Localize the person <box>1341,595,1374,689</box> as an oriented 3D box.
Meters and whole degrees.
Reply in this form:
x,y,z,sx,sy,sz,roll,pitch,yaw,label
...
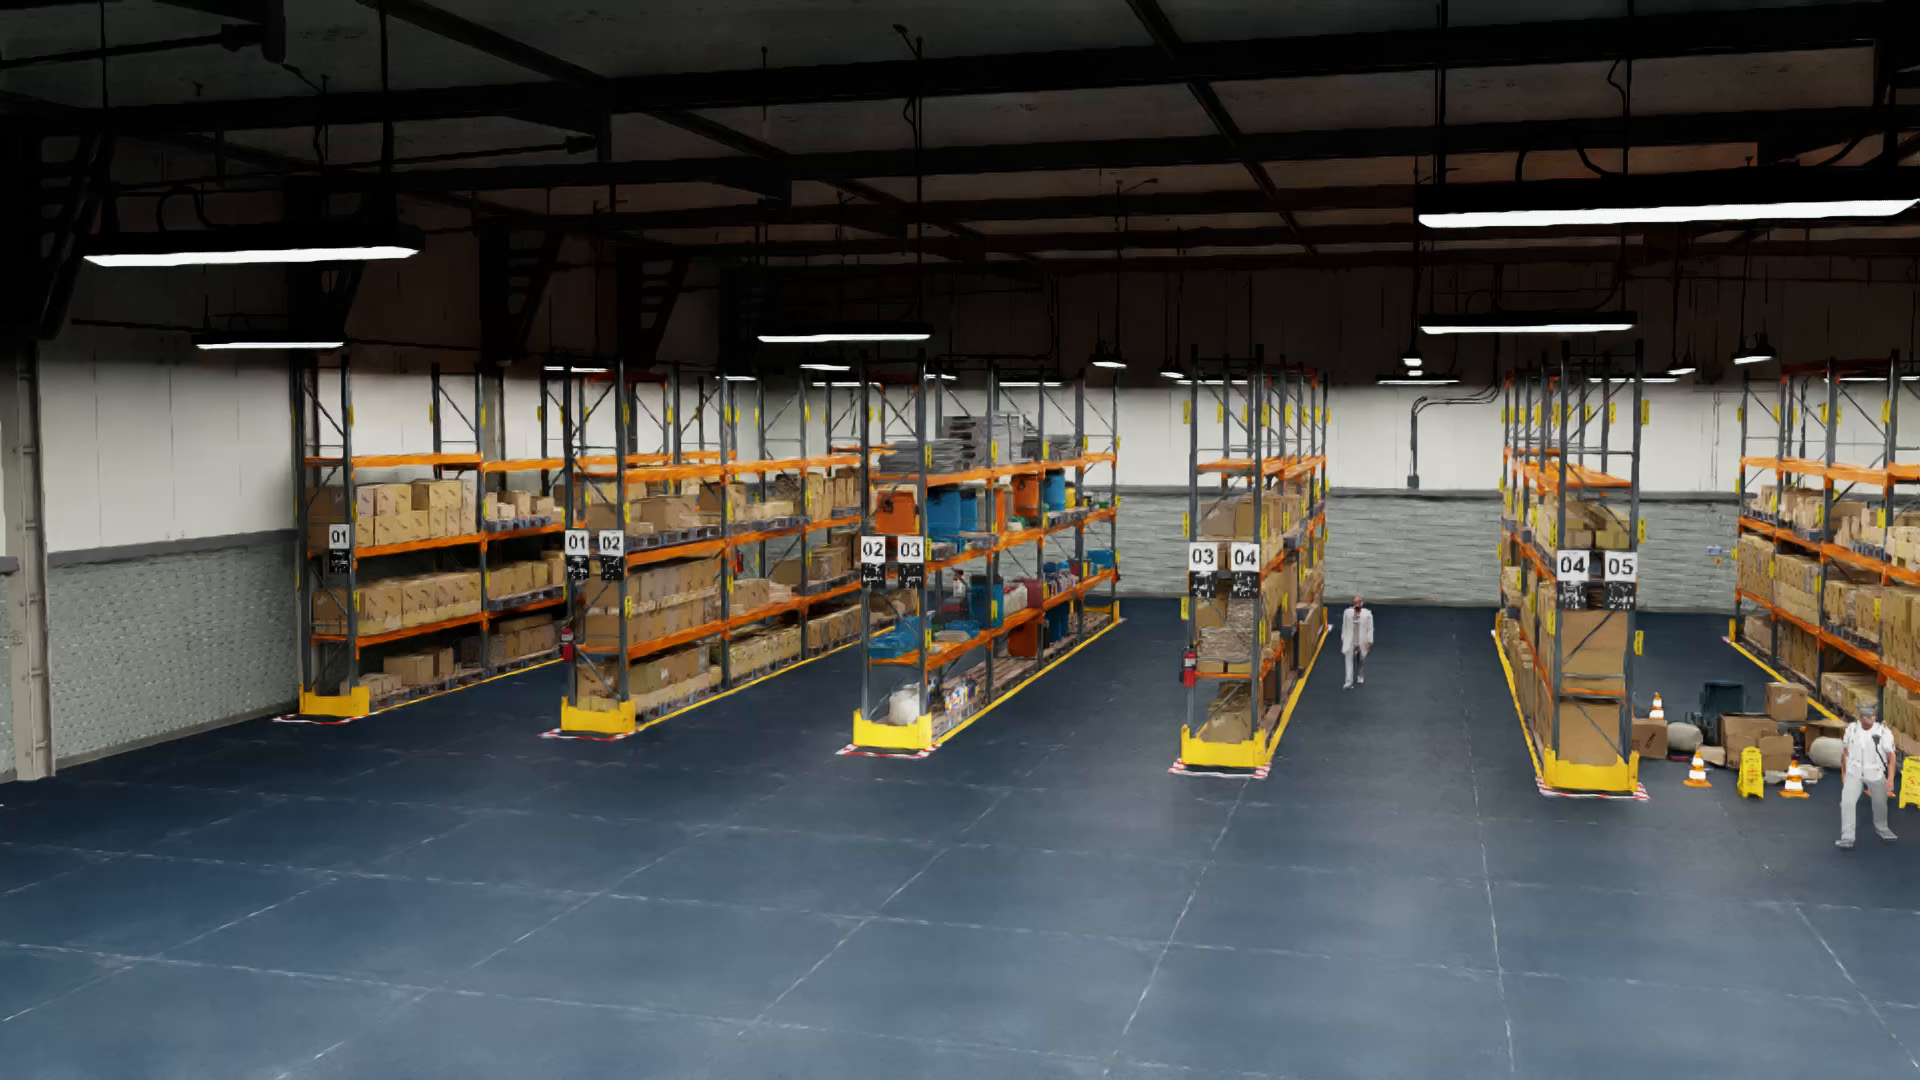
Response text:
x,y,z,sx,sy,sz,roll,pitch,yaw,label
7.289,1.847,30.518,0.588,1.700,1.168,1,4,13,person

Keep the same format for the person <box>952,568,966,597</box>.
x,y,z,sx,sy,sz,roll,pitch,yaw,label
0.018,1.450,36.019,0.454,1.679,0.539,-1,4,-13,person

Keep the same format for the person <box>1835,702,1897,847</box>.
x,y,z,sx,sy,sz,roll,pitch,yaw,label
10.553,2.709,19.331,0.585,1.686,0.979,3,5,37,person
